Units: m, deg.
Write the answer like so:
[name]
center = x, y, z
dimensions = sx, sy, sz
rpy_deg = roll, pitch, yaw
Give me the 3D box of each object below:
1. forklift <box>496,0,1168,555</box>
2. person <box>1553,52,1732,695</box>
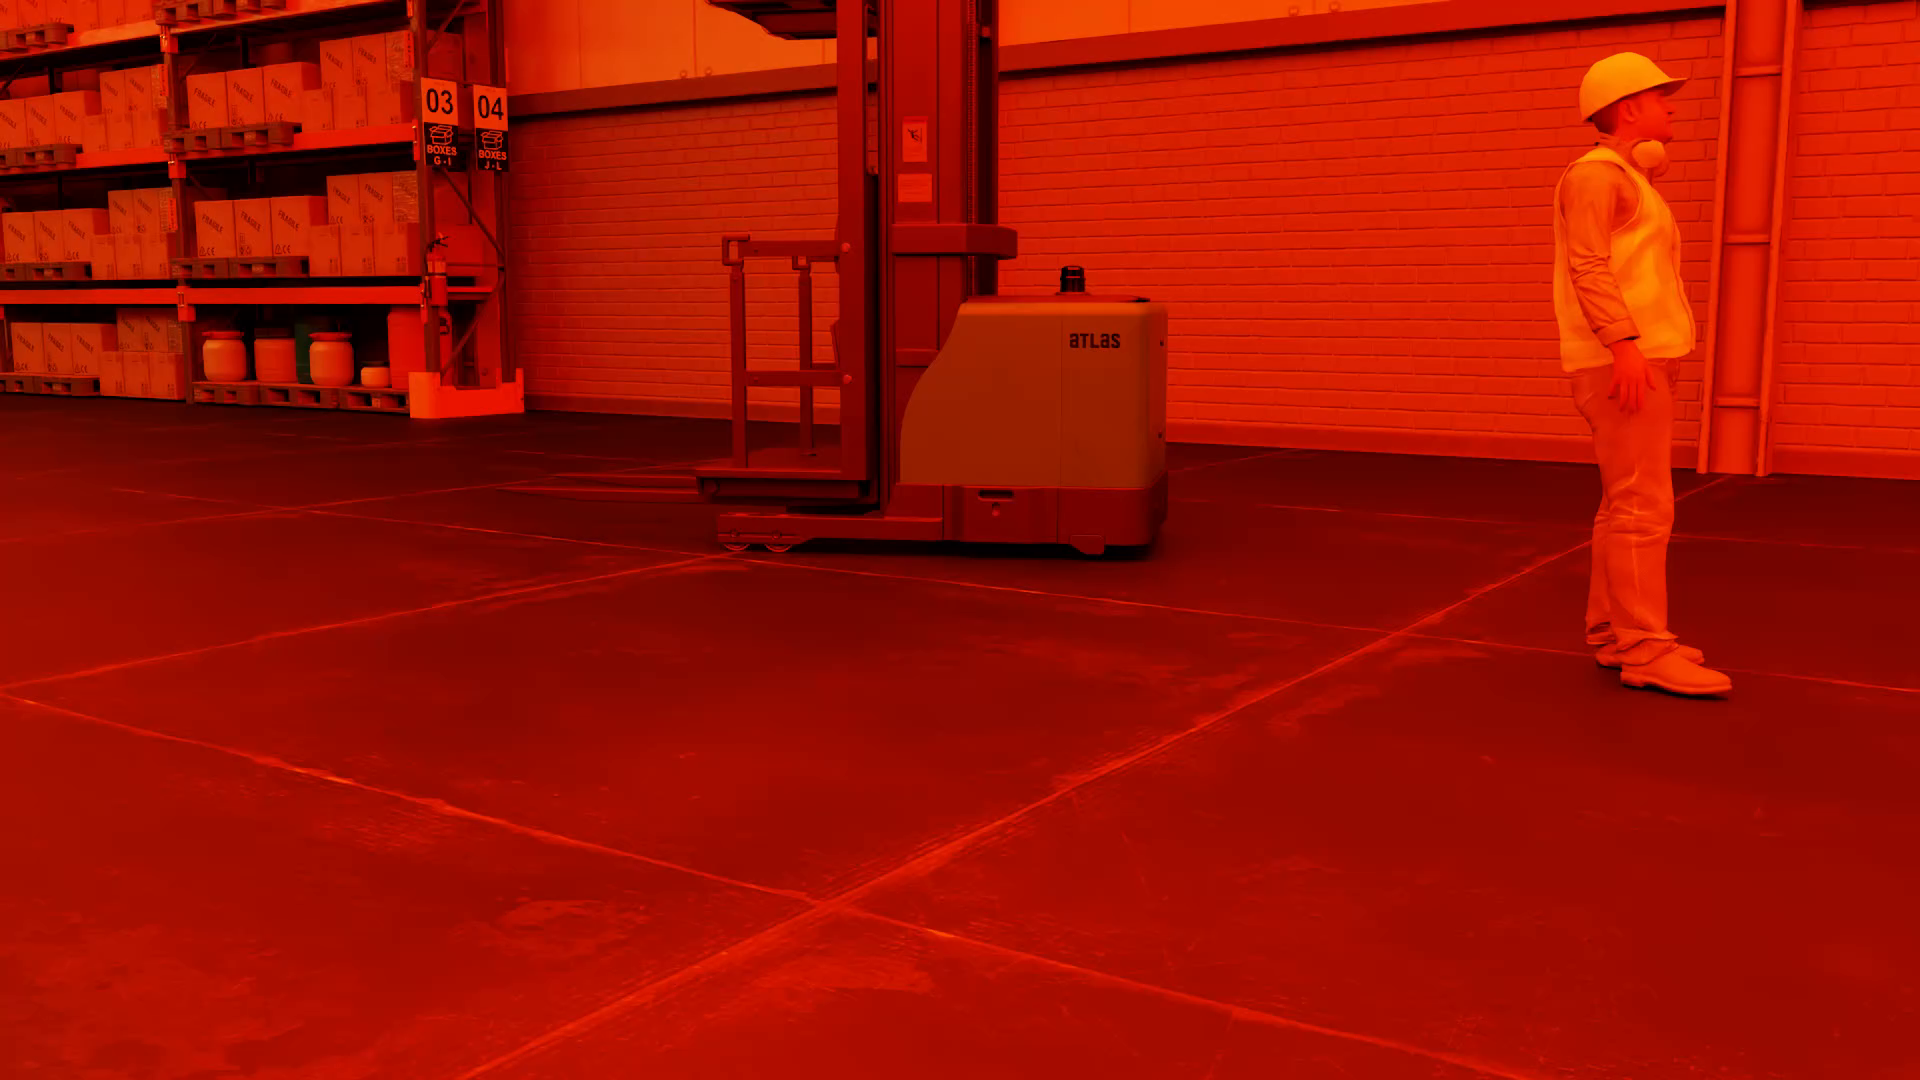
[forklift]
center = -0.596, -1.469, 7.520
dimensions = 3.031, 2.935, 1.130
rpy_deg = 2, 8, 12
[person]
center = 1.992, -0.501, 4.774
dimensions = 0.569, 1.773, 0.632
rpy_deg = 5, 9, 31
